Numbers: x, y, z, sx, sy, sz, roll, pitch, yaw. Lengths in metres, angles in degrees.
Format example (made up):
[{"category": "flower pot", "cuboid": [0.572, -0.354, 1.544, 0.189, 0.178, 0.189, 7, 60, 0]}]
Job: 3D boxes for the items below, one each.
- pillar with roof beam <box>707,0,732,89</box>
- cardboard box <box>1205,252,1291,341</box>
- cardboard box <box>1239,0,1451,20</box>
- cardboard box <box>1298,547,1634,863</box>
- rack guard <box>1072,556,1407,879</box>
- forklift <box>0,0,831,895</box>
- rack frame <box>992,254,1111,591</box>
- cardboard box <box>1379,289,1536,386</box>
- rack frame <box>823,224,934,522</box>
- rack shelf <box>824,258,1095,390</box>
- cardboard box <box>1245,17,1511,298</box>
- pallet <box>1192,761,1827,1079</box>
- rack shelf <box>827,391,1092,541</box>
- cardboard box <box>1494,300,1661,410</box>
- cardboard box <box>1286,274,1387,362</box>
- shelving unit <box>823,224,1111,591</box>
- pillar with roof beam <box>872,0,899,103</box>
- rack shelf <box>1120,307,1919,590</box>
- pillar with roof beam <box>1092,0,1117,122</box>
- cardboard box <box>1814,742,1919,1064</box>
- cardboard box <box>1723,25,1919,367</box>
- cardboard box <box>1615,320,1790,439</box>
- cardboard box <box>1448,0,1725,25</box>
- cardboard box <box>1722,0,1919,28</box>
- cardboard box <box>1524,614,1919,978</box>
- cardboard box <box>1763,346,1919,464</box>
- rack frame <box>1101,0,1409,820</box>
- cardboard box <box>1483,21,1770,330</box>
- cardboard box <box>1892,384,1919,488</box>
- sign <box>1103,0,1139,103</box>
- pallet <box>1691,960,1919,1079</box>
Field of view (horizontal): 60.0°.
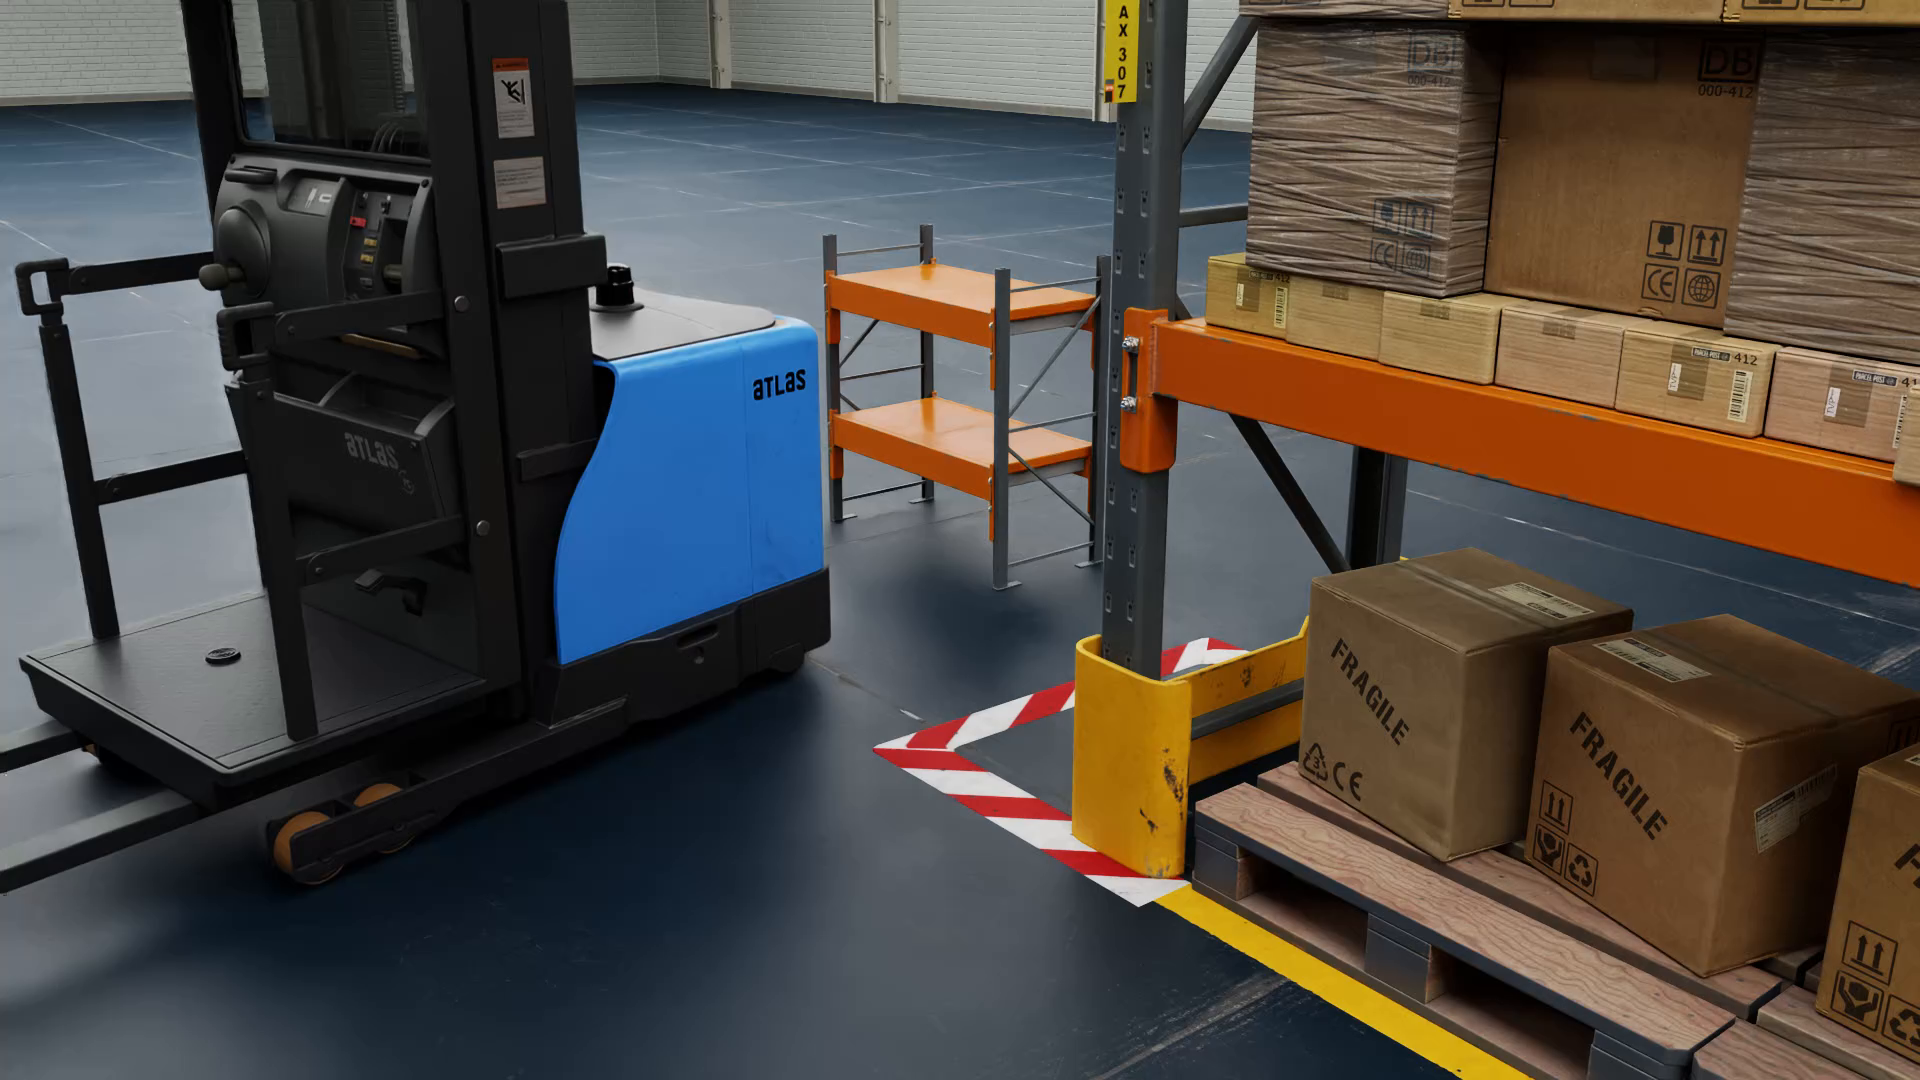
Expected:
[{"category": "pillar with roof beam", "cuboid": [-8.469, -13.084, 31.561, 9.100, 9.000, 0.400, -14, 23, -36]}, {"category": "cardboard box", "cuboid": [0.761, -0.551, 3.656, 0.380, 0.149, 0.250, -14, 23, -36]}, {"category": "cardboard box", "cuboid": [0.898, -1.262, 3.179, 0.500, 0.500, 0.500, -14, 23, -36]}, {"category": "cardboard box", "cuboid": [1.145, 0.357, 3.821, 0.500, 0.500, 0.500, -9, 20, -26]}, {"category": "rack guard", "cuboid": [0.818, 0.418, 4.305, 1.175, 0.500, 0.348, -14, 23, -36]}, {"category": "forklift", "cuboid": [-1.730, -0.758, 3.989, 1.130, 2.935, 3.031, 15, 23, 37]}, {"category": "rack frame", "cuboid": [0.320, -0.407, 5.802, 0.500, 1.125, 0.032, -14, 23, -36]}, {"category": "cardboard box", "cuboid": [1.044, -0.422, 3.263, 0.380, 0.149, 0.250, -14, 23, -36]}, {"category": "rack frame", "cuboid": [-0.311, -0.658, 6.559, 0.500, 1.125, 0.032, -14, 23, -36]}, {"category": "rack shelf", "cuboid": [0.004, -0.810, 6.089, 0.538, 0.278, 1.000, -14, 23, -36]}, {"category": "cardboard box", "cuboid": [1.090, -0.835, 3.481, 0.875, 0.500, 0.500, -14, 23, -36]}, {"category": "pallet", "cuboid": [1.294, 0.762, 3.725, 1.003, 0.211, 1.213, -14, 23, -36]}, {"category": "rack shelf", "cuboid": [0.004, -0.300, 6.258, 0.538, 0.278, 1.000, -14, 23, -36]}, {"category": "cardboard box", "cuboid": [1.216, -0.364, 3.090, 0.380, 0.149, 0.250, -14, 23, -36]}, {"category": "cardboard box", "cuboid": [0.901, -0.486, 3.458, 0.380, 0.149, 0.250, -14, 23, -36]}, {"category": "shelving unit", "cuboid": [0.004, -0.532, 6.181, 0.538, 1.125, 1.048, -14, 23, -36]}, {"category": "pillar with roof beam", "cuboid": [-4.744, -11.606, 27.096, 9.100, 9.000, 0.400, -14, 23, -36]}, {"category": "rack shelf", "cuboid": [2.012, 0.047, 2.593, 1.077, 0.370, 4.000, -14, 23, -36]}, {"category": "pillar with roof beam", "cuboid": [-1.019, -10.127, 22.631, 9.100, 9.000, 0.400, -14, 23, -36]}, {"category": "cardboard box", "cuboid": [1.917, 0.656, 2.919, 0.500, 0.500, 0.500, -12, 22, -31]}, {"category": "cardboard box", "cuboid": [1.772, -0.604, 2.782, 0.875, 0.500, 0.500, -14, 23, -36]}, {"category": "cardboard box", "cuboid": [1.365, -0.301, 2.899, 0.380, 0.149, 0.250, -14, 23, -36]}, {"category": "cardboard box", "cuboid": [1.203, -1.137, 2.803, 0.500, 0.500, 0.500, -14, 23, -36]}, {"category": "cardboard box", "cuboid": [1.515, -1.015, 2.432, 0.500, 0.500, 0.500, -14, 23, -36]}, {"category": "cardboard box", "cuboid": [1.543, 0.498, 3.396, 0.500, 0.500, 0.500, -8, 20, -22]}, {"category": "cardboard box", "cuboid": [1.542, -0.245, 2.729, 0.380, 0.149, 0.250, -14, 23, -36]}, {"category": "rack frame", "cuboid": [0.771, -0.787, 3.969, 1.000, 3.000, 0.127, -14, 23, -36]}, {"category": "cardboard box", "cuboid": [1.495, -0.735, 3.179, 0.875, 0.500, 0.500, -14, 23, -36]}, {"category": "cardboard box", "cuboid": [1.616, -0.163, 2.482, 0.380, 0.149, 0.250, -14, 23, -36]}, {"category": "sign", "cuboid": [0.345, -1.092, 3.513, 0.100, 0.325, 0.005, -14, 23, -36]}, {"category": "pallet", "cuboid": [2.048, 1.063, 2.818, 1.003, 0.211, 1.213, -14, 23, -36]}]
